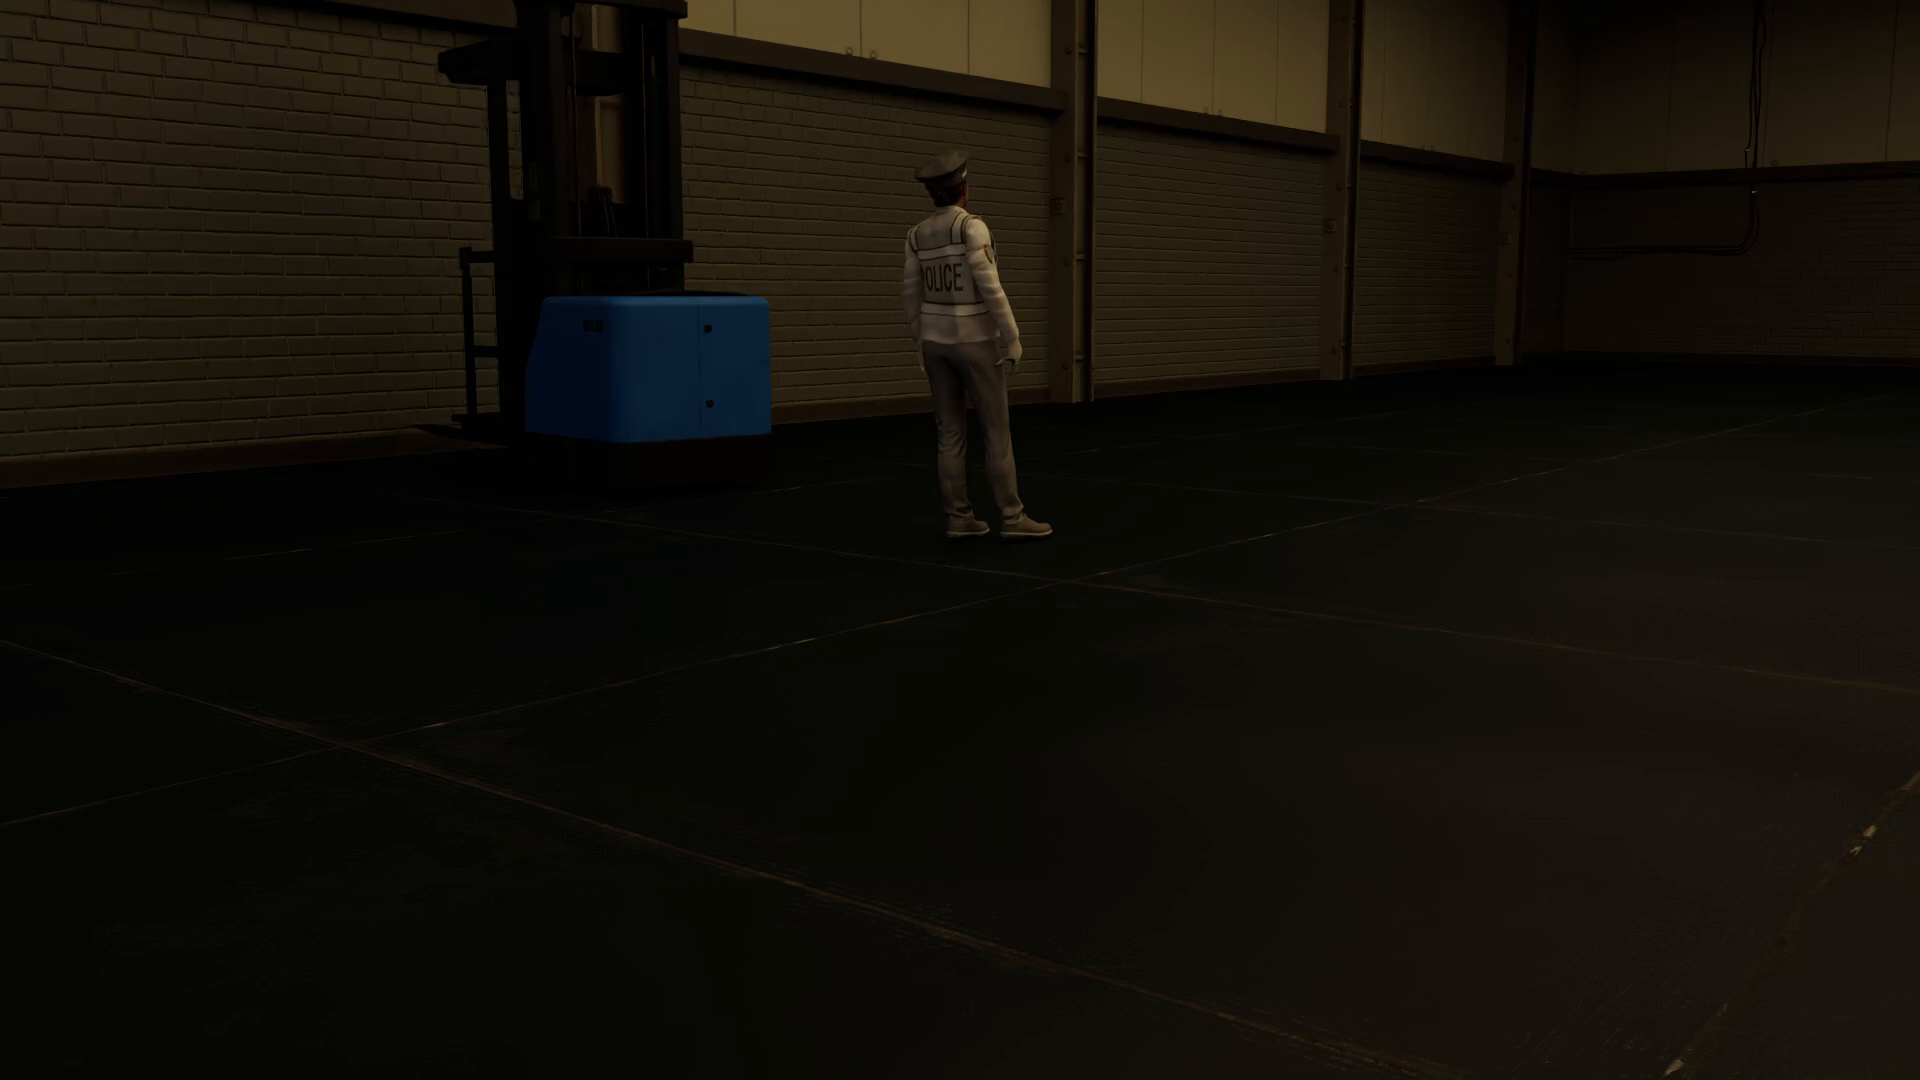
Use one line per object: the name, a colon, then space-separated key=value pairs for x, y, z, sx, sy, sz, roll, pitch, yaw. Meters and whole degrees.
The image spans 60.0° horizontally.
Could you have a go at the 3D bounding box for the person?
person: x=0.047 y=-0.853 z=7.329 sx=0.587 sy=1.696 sz=0.534 roll=7 pitch=11 yaw=38

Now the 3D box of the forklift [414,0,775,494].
forklift: x=-2.393 y=-1.860 z=9.990 sx=1.130 sy=2.935 sz=3.031 roll=-7 pitch=11 yaw=-40
